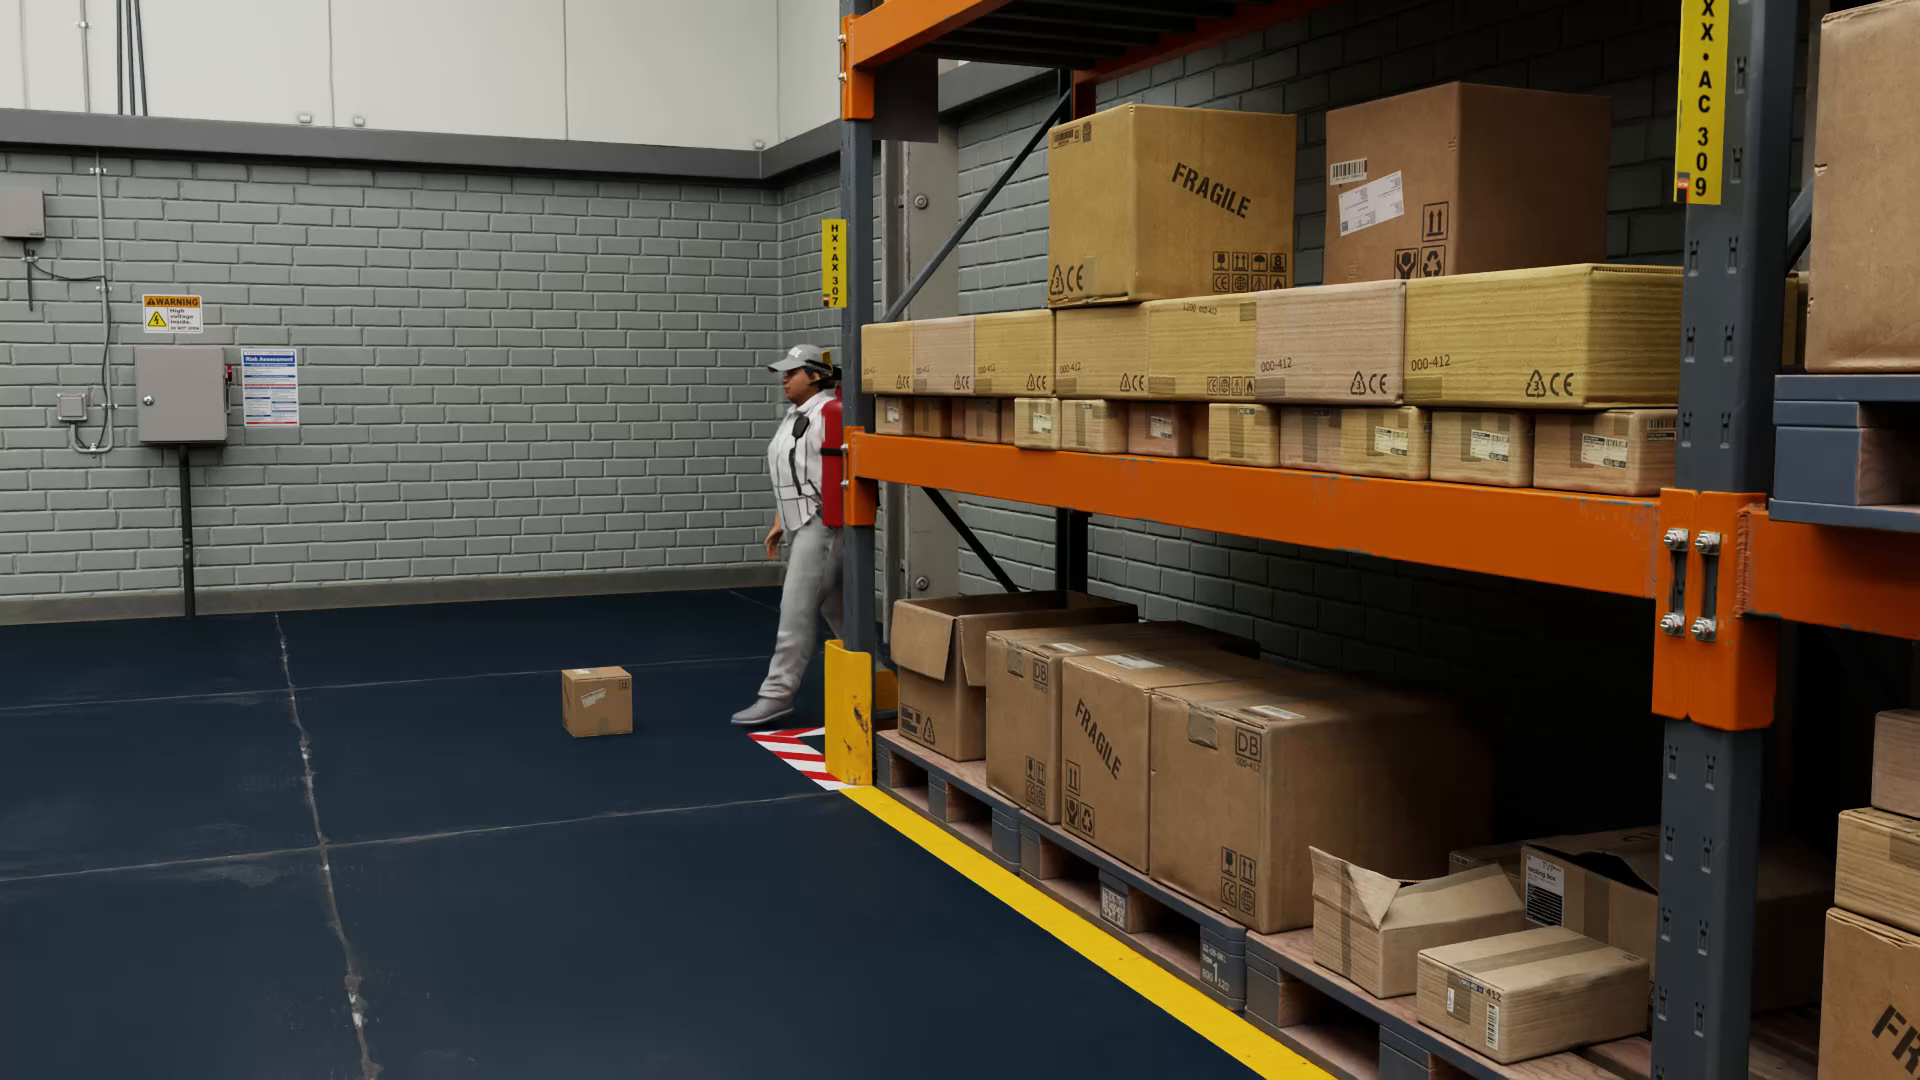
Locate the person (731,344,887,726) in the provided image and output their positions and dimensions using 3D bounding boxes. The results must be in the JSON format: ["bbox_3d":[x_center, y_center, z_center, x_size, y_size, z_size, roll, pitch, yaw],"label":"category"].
[{"bbox_3d":[-0.686,-0.049,7.404,0.808,1.636,0.496,-2,6,-23],"label":"person"}]
